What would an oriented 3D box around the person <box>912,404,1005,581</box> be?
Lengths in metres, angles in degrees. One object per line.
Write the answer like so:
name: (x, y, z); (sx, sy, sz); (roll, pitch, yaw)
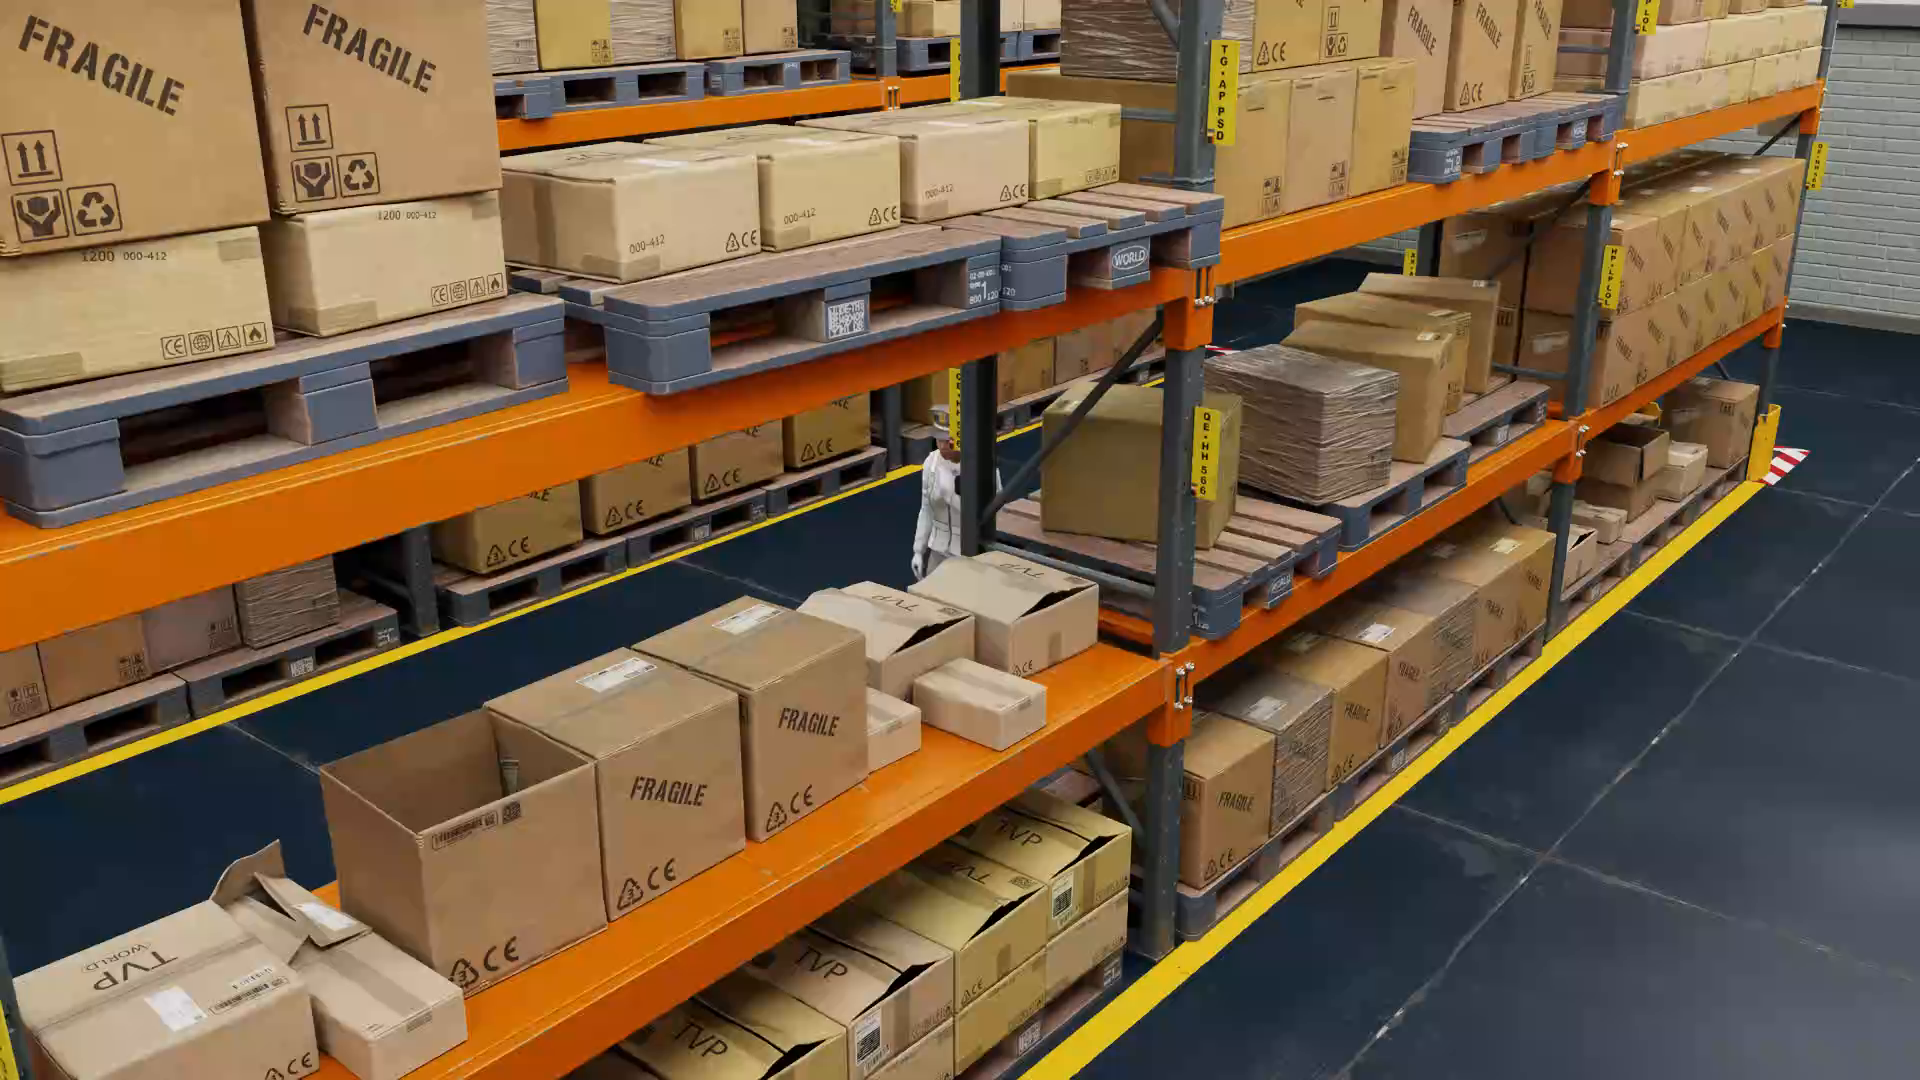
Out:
person: (-0.003, 0.120, 8.247); (0.539, 1.663, 0.376); (15, 25, 35)
